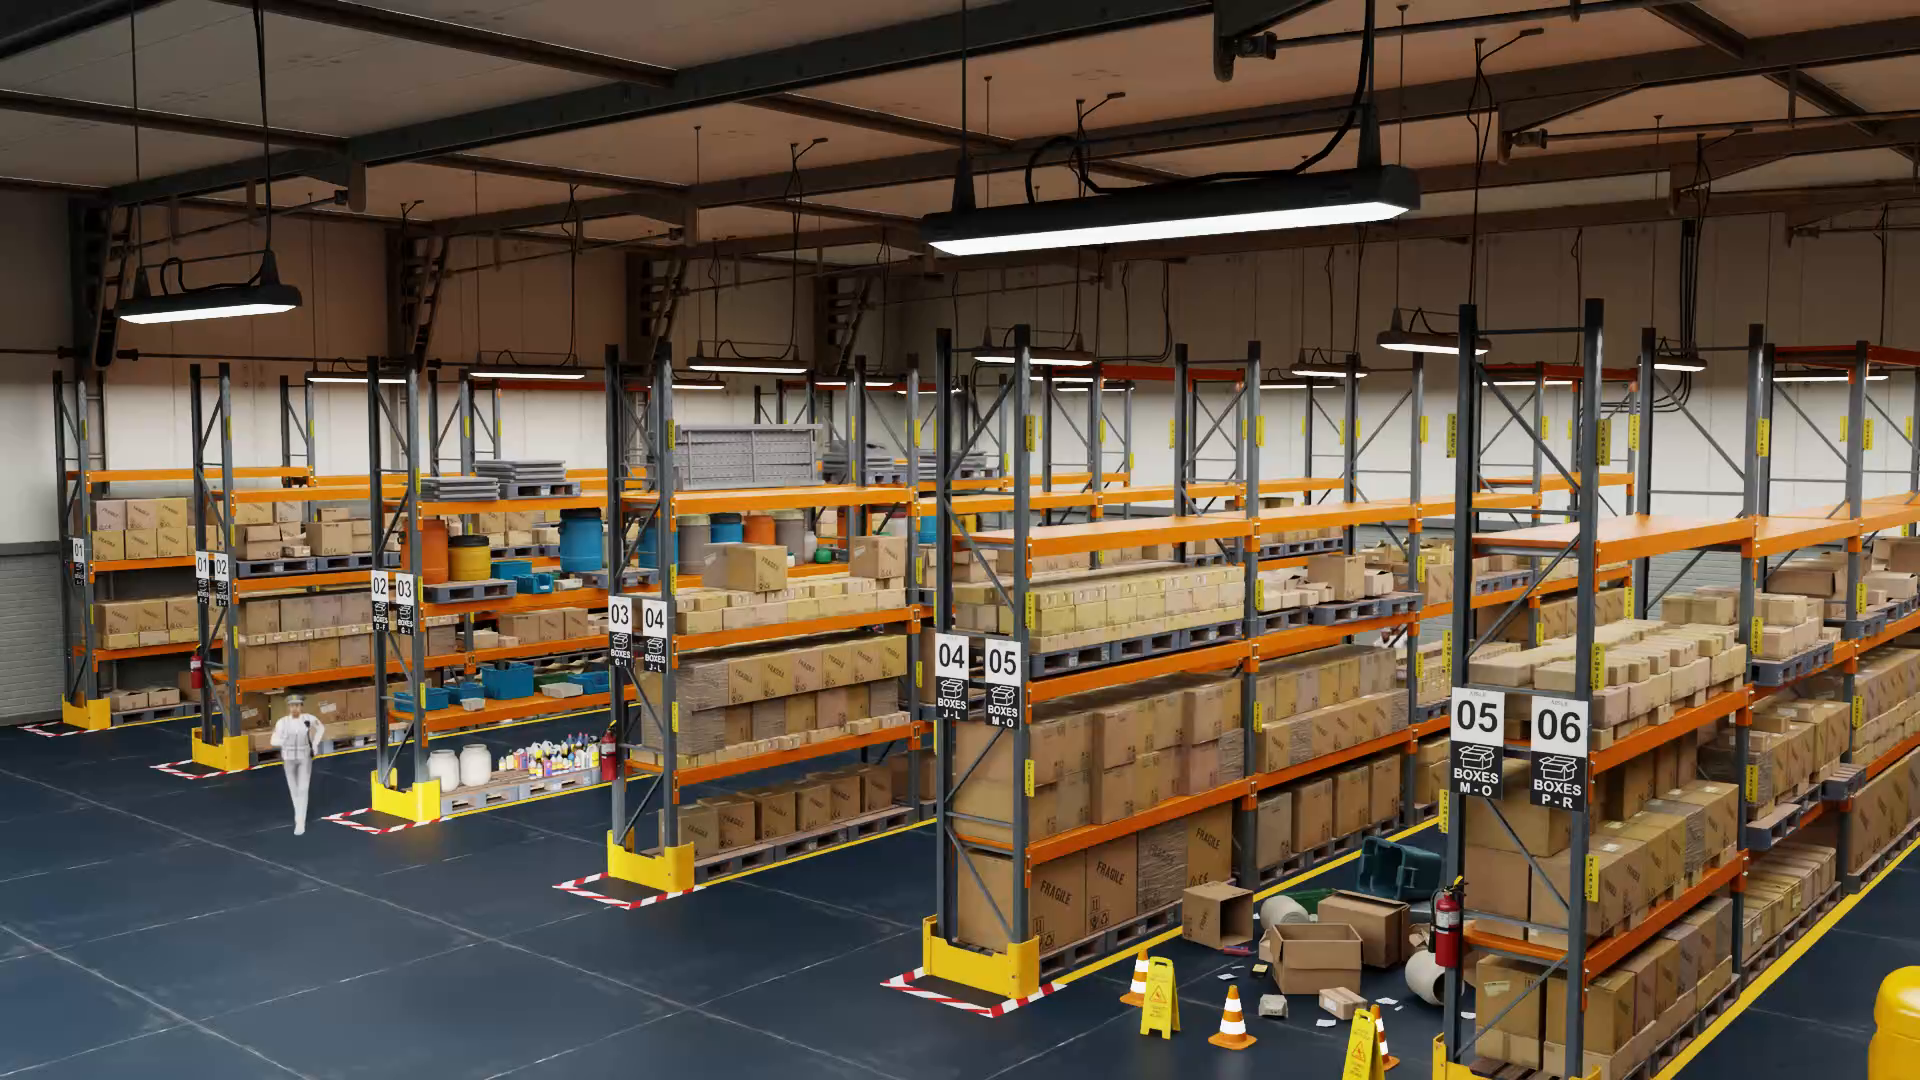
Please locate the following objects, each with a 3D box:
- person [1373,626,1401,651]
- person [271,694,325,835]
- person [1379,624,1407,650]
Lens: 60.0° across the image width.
[{"bbox_3d":[7.437,2.270,29.001,0.566,1.630,0.560,2,5,24],"label":"person"},{"bbox_3d":[-8.352,2.780,20.965,0.611,1.711,0.870,-1,4,-14],"label":"person"},{"bbox_3d":[7.701,2.188,29.436,0.702,1.726,0.598,3,5,34],"label":"person"}]
